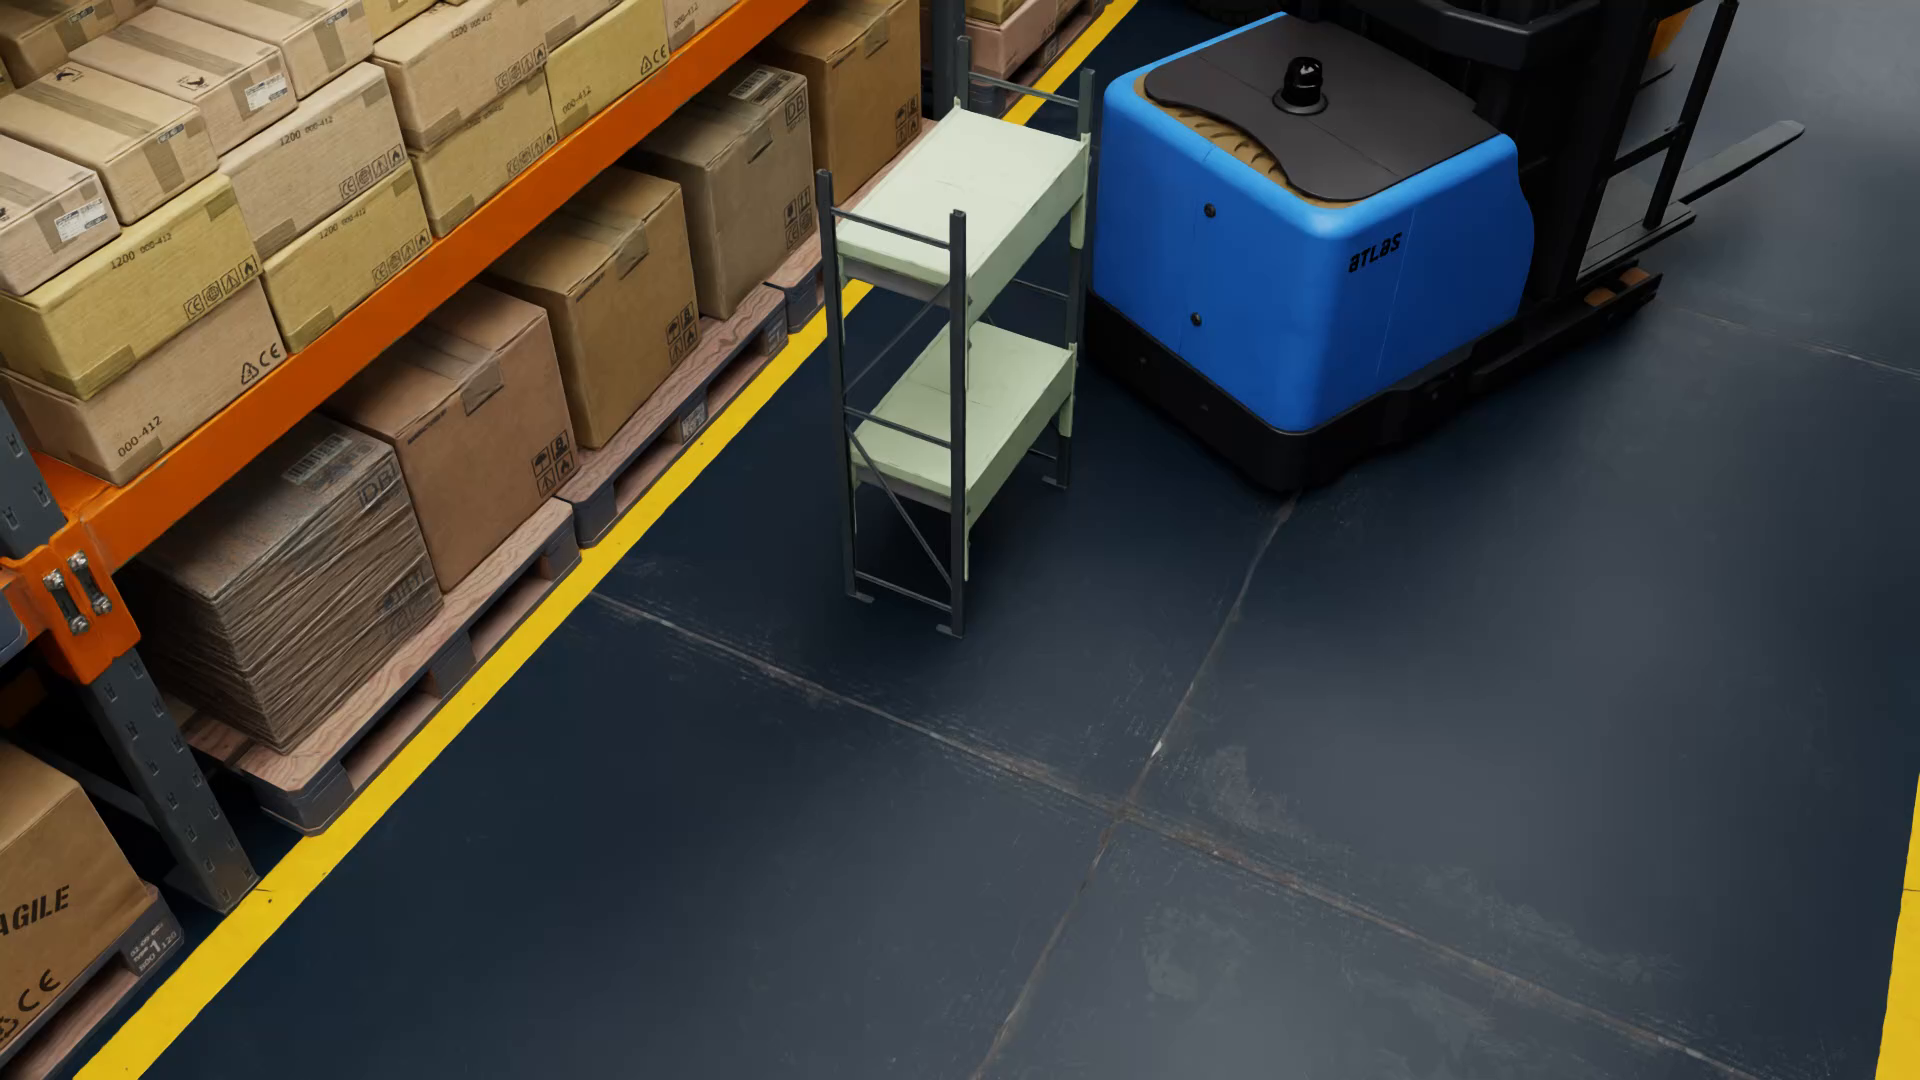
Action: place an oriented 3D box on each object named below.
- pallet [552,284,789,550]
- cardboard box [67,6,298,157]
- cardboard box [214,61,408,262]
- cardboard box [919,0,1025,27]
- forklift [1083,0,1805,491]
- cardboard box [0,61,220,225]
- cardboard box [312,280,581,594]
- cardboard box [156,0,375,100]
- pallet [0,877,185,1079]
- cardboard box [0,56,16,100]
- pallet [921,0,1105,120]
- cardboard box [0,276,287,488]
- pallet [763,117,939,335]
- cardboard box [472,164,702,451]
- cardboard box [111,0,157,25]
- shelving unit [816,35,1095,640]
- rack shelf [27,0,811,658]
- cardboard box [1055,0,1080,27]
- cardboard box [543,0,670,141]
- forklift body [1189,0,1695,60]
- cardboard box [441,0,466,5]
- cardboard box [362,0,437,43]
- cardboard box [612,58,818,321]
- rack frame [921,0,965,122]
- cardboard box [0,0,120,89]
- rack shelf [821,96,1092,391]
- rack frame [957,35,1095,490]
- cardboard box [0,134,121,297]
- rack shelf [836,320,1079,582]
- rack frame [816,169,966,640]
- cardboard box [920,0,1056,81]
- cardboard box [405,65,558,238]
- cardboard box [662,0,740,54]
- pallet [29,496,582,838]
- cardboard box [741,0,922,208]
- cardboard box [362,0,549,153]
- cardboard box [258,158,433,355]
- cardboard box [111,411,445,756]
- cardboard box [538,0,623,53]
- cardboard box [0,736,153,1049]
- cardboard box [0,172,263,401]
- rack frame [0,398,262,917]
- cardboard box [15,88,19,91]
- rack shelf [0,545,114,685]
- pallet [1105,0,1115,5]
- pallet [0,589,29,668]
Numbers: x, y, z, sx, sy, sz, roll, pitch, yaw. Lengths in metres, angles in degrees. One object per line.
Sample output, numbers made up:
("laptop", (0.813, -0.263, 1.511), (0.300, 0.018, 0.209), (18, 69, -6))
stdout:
("pallet", (-1.321, -0.578, 5.672), (1.003, 0.211, 1.213), (20, 49, 19))
("cardboard box", (-1.677, -0.992, 3.595), (0.380, 0.149, 0.250), (22, 49, 20))
("cardboard box", (-1.649, -0.923, 3.808), (0.500, 0.250, 0.500), (22, 49, 20))
("cardboard box", (0.050, -2.366, 6.766), (0.500, 0.250, 0.500), (20, 49, 19))
("forklift", (1.916, -2.047, 5.212), (3.031, 2.935, 1.130), (-28, 52, -25))
("cardboard box", (-1.773, -0.822, 3.427), (0.380, 0.149, 0.250), (21, 49, 20))
("cardboard box", (-1.707, -0.402, 4.913), (0.875, 0.625, 0.625), (22, 49, 20))
("cardboard box", (-1.567, -1.161, 3.762), (0.380, 0.149, 0.250), (21, 49, 19))
("pallet", (-2.685, 1.152, 3.963), (1.003, 0.211, 1.213), (20, 49, 19))
("cardboard box", (-2.311, -1.023, 3.626), (0.380, 0.149, 0.250), (22, 49, 20))
("pallet", (-0.042, -2.313, 7.388), (1.003, 0.211, 1.213), (20, 49, 19))
("cardboard box", (-1.883, -0.433, 3.674), (0.500, 0.250, 0.500), (21, 49, 19))
("pallet", (-0.756, -1.349, 6.435), (1.003, 0.211, 1.213), (20, 49, 19))
("cardboard box", (-1.395, -0.826, 5.332), (0.875, 0.625, 0.625), (19, 48, 17))
("cardboard box", (-2.084, -1.344, 3.943), (0.380, 0.149, 0.250), (20, 49, 18))
("shelving unit", (0.003, -0.531, 4.721), (0.431, 1.500, 0.755), (20, 49, 19))
("rack shelf", (-1.377, -1.294, 4.925), (1.077, 0.370, 4.000), (20, 49, 19))
("cardboard box", (0.292, -2.508, 7.258), (0.500, 0.250, 0.500), (19, 48, 18))
("cardboard box", (-1.170, -1.401, 4.631), (0.500, 0.250, 0.500), (22, 49, 20))
("forklift body", (2.144, -3.231, 6.931), (2.313, 2.155, 1.214), (20, 49, 19))
("cardboard box", (-1.306, -1.470, 4.067), (0.380, 0.149, 0.250), (21, 49, 20))
("cardboard box", (-1.477, -1.329, 3.928), (0.380, 0.149, 0.250), (21, 49, 19))
("cardboard box", (-1.048, -1.301, 5.801), (0.875, 0.625, 0.625), (20, 49, 19))
("rack frame", (-0.448, -2.806, 5.915), (1.000, 3.000, 0.127), (20, 49, 19))
("cardboard box", (-2.137, -1.166, 3.767), (0.380, 0.149, 0.250), (20, 49, 19))
("rack shelf", (0.003, -0.806, 4.443), (0.431, 0.370, 0.720), (20, 49, 19))
("rack frame", (0.173, -0.762, 4.949), (0.400, 1.500, 0.023), (20, 49, 19))
("cardboard box", (-1.896, -0.653, 3.260), (0.380, 0.149, 0.250), (22, 49, 20))
("rack shelf", (0.003, -0.302, 4.953), (0.431, 0.370, 0.720), (20, 49, 19))
("rack frame", (-0.167, -0.301, 4.493), (0.400, 1.500, 0.023), (20, 49, 19))
("cardboard box", (0.070, -2.183, 6.936), (0.500, 0.250, 0.500), (21, 49, 19))
("cardboard box", (-1.412, -1.075, 4.309), (0.500, 0.250, 0.500), (19, 48, 18))
("cardboard box", (-0.937, -1.729, 4.955), (0.500, 0.250, 0.500), (21, 49, 19))
("pallet", (-1.888, 0.188, 4.916), (1.003, 0.211, 1.213), (20, 49, 19))
("cardboard box", (-0.681, -1.787, 6.281), (0.875, 0.625, 0.625), (23, 50, 21))
("cardboard box", (-1.390, -1.247, 4.128), (0.500, 0.250, 0.500), (19, 48, 18))
("cardboard box", (-1.645, -0.748, 3.986), (0.500, 0.250, 0.500), (19, 48, 18))
("cardboard box", (-2.003, 0.012, 4.503), (0.875, 0.625, 0.625), (22, 49, 20))
("cardboard box", (-1.176, -1.577, 4.454), (0.500, 0.250, 0.500), (21, 49, 20))
("cardboard box", (-2.311, 0.782, 3.830), (0.500, 0.500, 0.500), (22, 49, 20))
("cardboard box", (-1.861, -0.600, 3.488), (0.500, 0.250, 0.500), (20, 49, 19))
("rack frame", (-2.305, -0.286, 3.424), (1.000, 3.000, 0.127), (20, 49, 19))
("cardboard box", (-2.107, -1.107, 3.989), (0.500, 0.250, 0.500), (21, 49, 19))
("rack shelf", (-3.234, 1.226, 2.435), (1.077, 0.370, 4.000), (20, 49, 19))
("pallet", (0.523, -3.085, 8.150), (1.003, 0.211, 1.213), (20, 49, 19))
("pallet", (-2.558, 0.231, 3.047), (1.213, 0.211, 1.003), (20, 49, 19))
